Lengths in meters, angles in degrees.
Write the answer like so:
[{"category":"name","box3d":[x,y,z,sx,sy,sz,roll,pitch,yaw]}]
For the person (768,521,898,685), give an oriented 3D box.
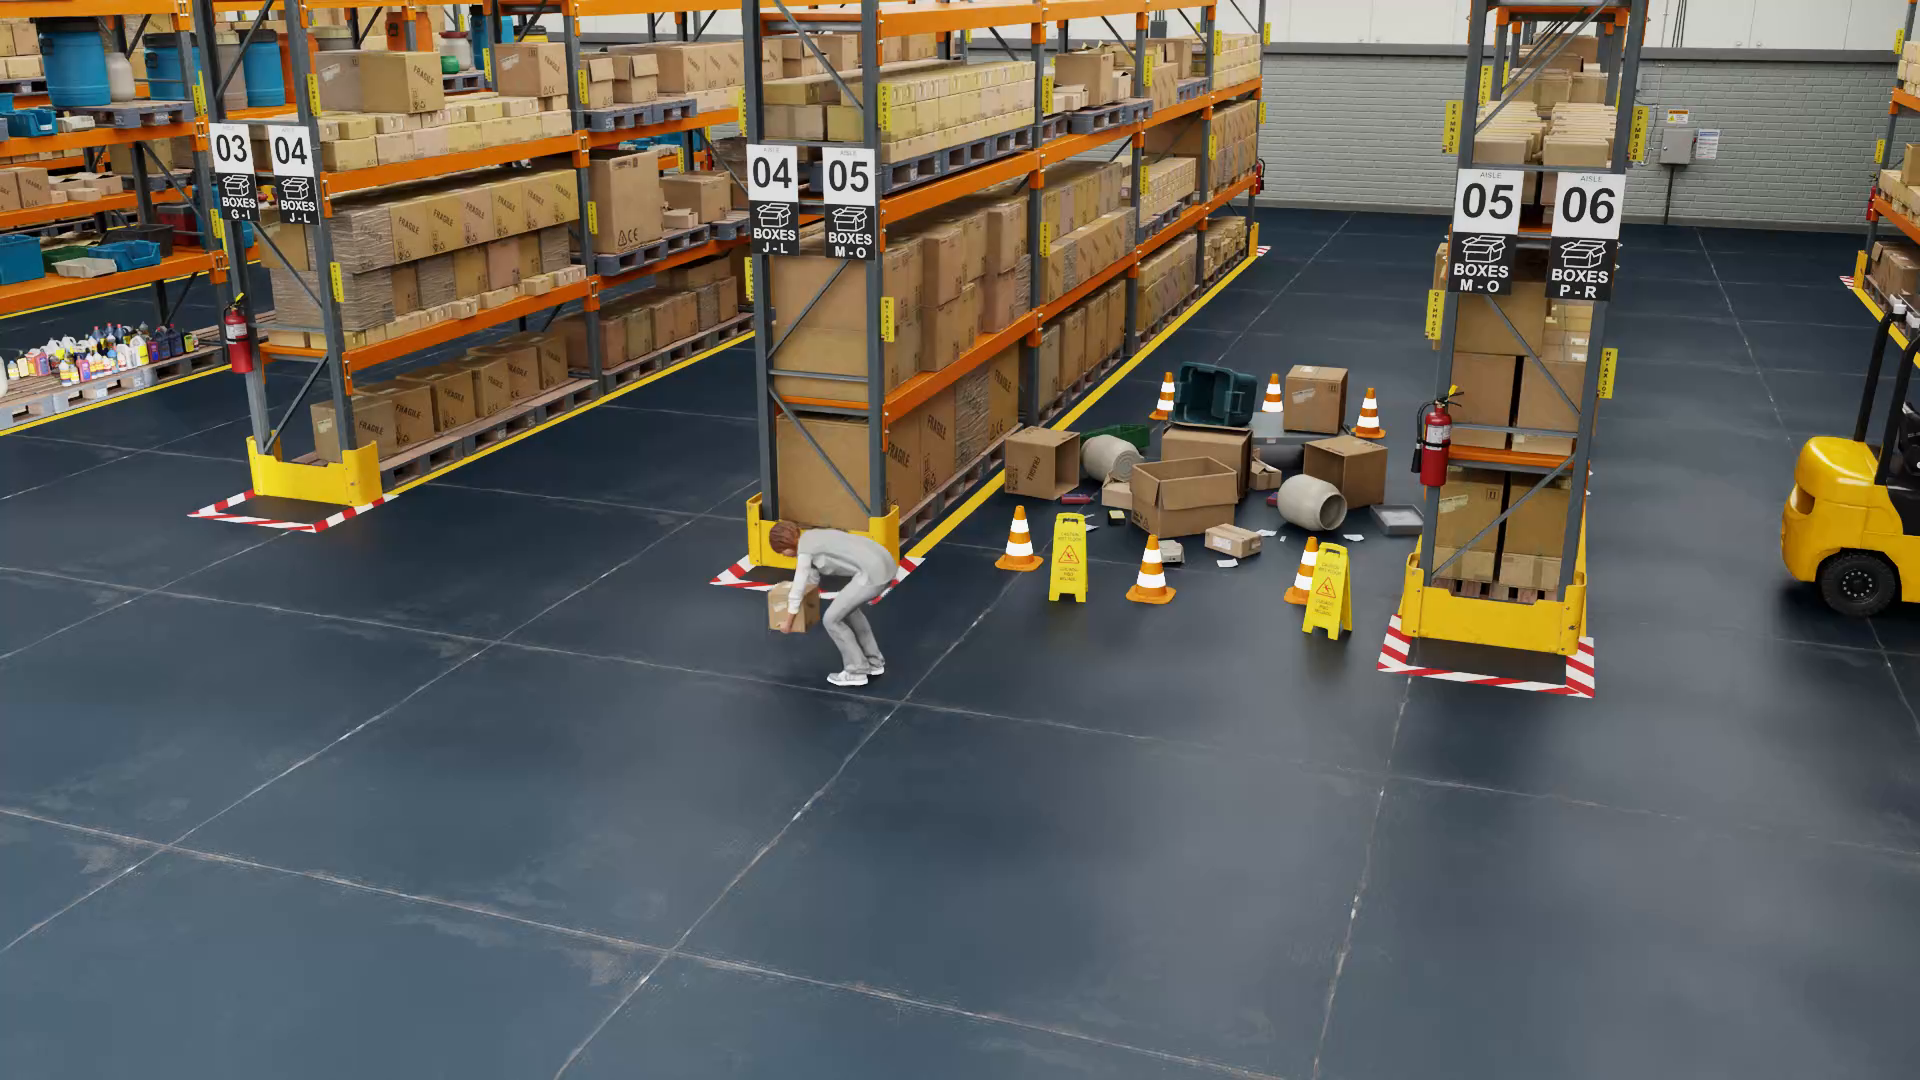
[{"category":"person","box3d":[-0.820,0.411,10.775,0.855,1.020,0.408,5,20,16]}]
